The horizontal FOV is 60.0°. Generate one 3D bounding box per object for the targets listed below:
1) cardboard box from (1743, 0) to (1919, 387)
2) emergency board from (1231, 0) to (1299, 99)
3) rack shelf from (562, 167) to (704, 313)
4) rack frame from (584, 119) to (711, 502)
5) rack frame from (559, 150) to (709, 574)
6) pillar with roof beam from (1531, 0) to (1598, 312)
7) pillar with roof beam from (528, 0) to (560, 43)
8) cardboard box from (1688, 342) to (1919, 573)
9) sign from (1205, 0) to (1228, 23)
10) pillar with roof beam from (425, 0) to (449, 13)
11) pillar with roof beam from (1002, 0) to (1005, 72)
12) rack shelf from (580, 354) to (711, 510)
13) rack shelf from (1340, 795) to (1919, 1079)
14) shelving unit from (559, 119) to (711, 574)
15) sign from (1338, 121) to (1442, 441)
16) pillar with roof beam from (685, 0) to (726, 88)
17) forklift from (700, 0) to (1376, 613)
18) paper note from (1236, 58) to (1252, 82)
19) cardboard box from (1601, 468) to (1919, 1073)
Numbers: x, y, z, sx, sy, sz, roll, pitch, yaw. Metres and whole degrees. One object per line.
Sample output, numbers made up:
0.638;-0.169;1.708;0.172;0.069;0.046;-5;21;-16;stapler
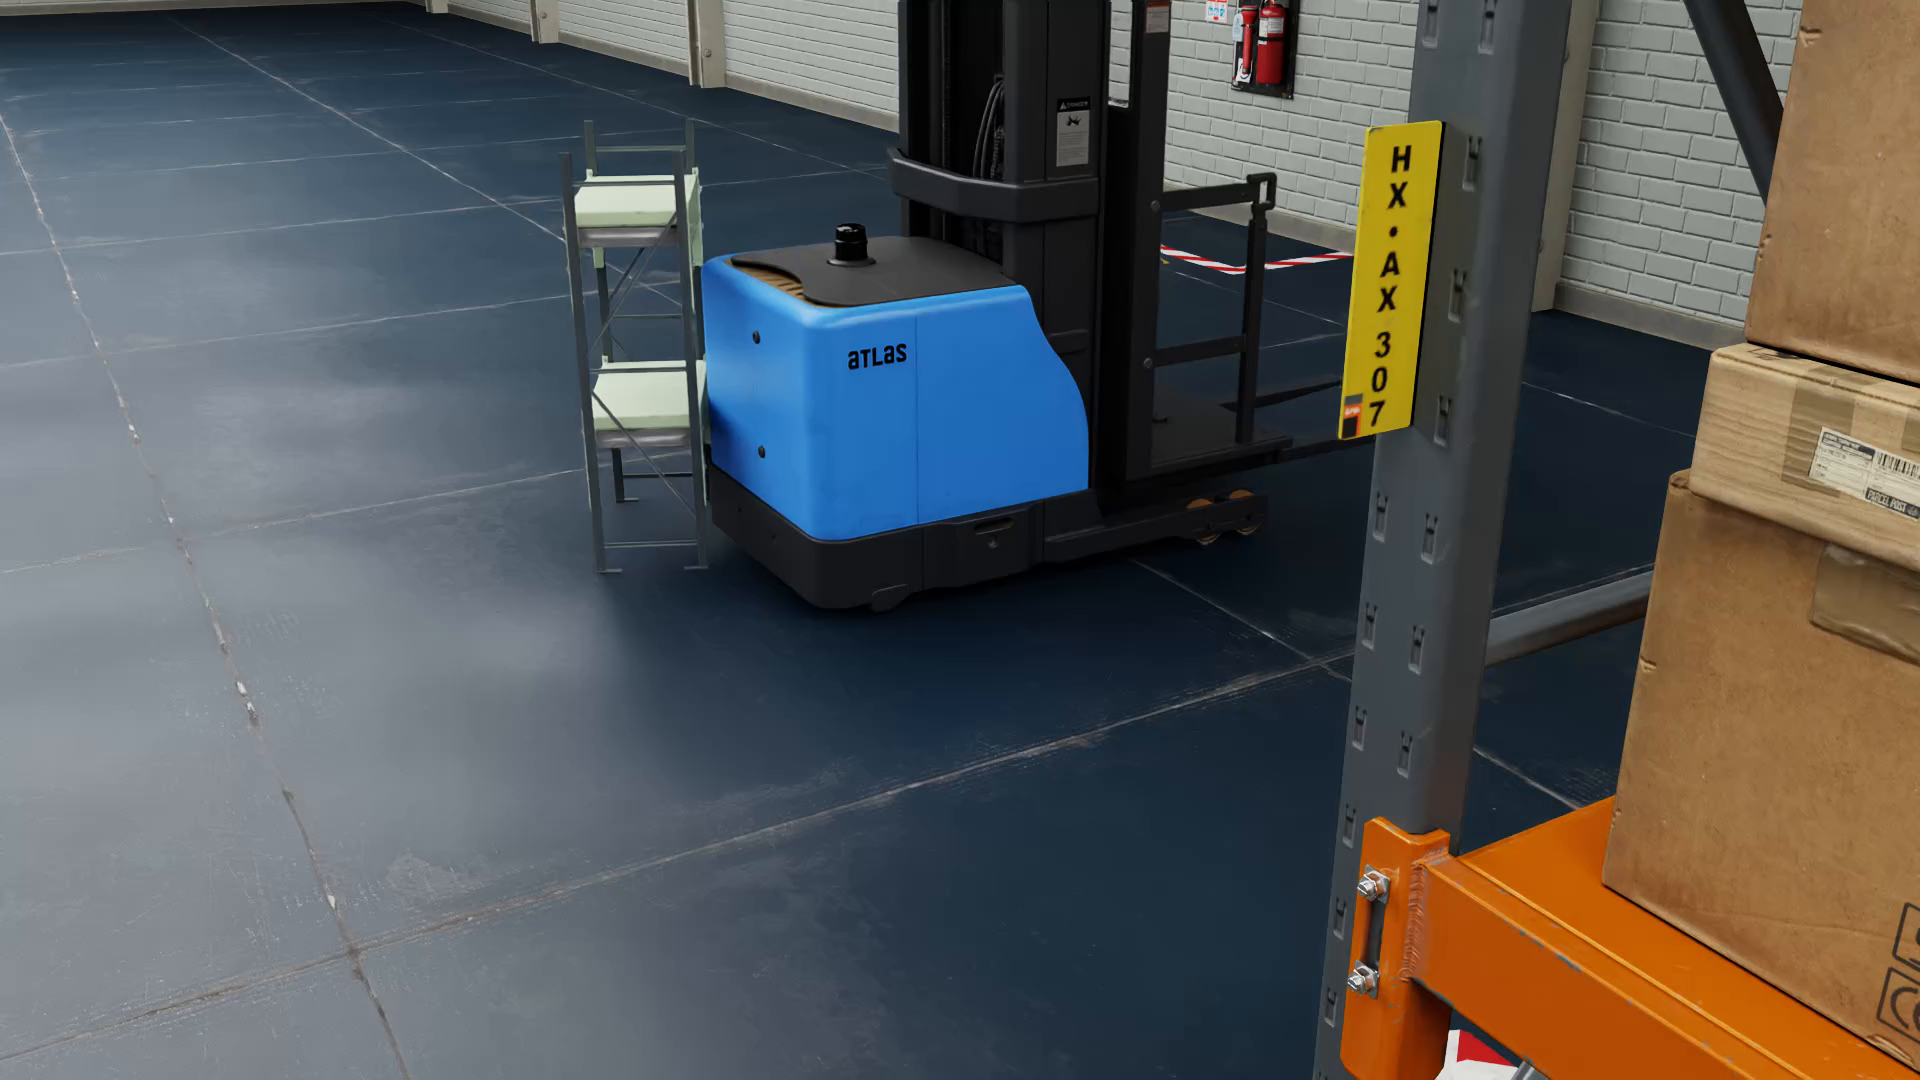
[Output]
1.180;-0.409;1.480;0.700;0.500;0.500;-13;25;-28;cardboard box
1.989;-3.576;11.126;0.194;1.169;0.643;-13;25;-28;emergency board
-1.150;-1.082;5.945;0.431;0.370;0.720;-2;22;-5;rack shelf
-1.186;-0.858;6.430;0.400;1.500;0.023;-2;22;-5;rack frame
-1.115;-0.583;5.755;0.400;1.500;0.023;-2;22;-5;rack frame
-0.482;-4.720;5.973;9.100;9.000;0.400;-13;25;-28;pillar with roof beam
-9.677;-10.547;20.309;9.100;9.000;0.400;-13;25;-28;pillar with roof beam
0.941;-0.111;1.607;0.380;0.149;0.250;-13;25;-29;cardboard box
1.795;-3.792;11.609;0.001;0.329;0.234;-13;25;-28;sign
-12.742;-12.489;25.087;9.100;9.000;0.400;-13;25;-28;pillar with roof beam
-3.547;-6.662;10.752;9.100;9.000;0.400;-13;25;-28;pillar with roof beam
-1.150;-0.418;6.215;0.431;0.370;0.720;-2;22;-5;rack shelf
1.947;1.048;0.705;1.077;0.370;4.000;-13;25;-28;rack shelf
-1.150;-0.720;6.092;0.431;1.500;0.755;-2;22;-5;shelving unit
0.445;-0.266;1.727;0.100;0.325;0.005;-13;25;-28;sign
-6.612;-8.605;15.530;9.100;9.000;0.400;-13;25;-28;pillar with roof beam
0.590;-1.502;6.115;3.031;2.935;1.130;-12;25;-28;forklift
1.958;-3.239;11.466;0.016;0.148;0.142;-13;25;-28;paper note
1.153;0.174;1.766;0.700;0.500;0.500;-13;25;-28;cardboard box
